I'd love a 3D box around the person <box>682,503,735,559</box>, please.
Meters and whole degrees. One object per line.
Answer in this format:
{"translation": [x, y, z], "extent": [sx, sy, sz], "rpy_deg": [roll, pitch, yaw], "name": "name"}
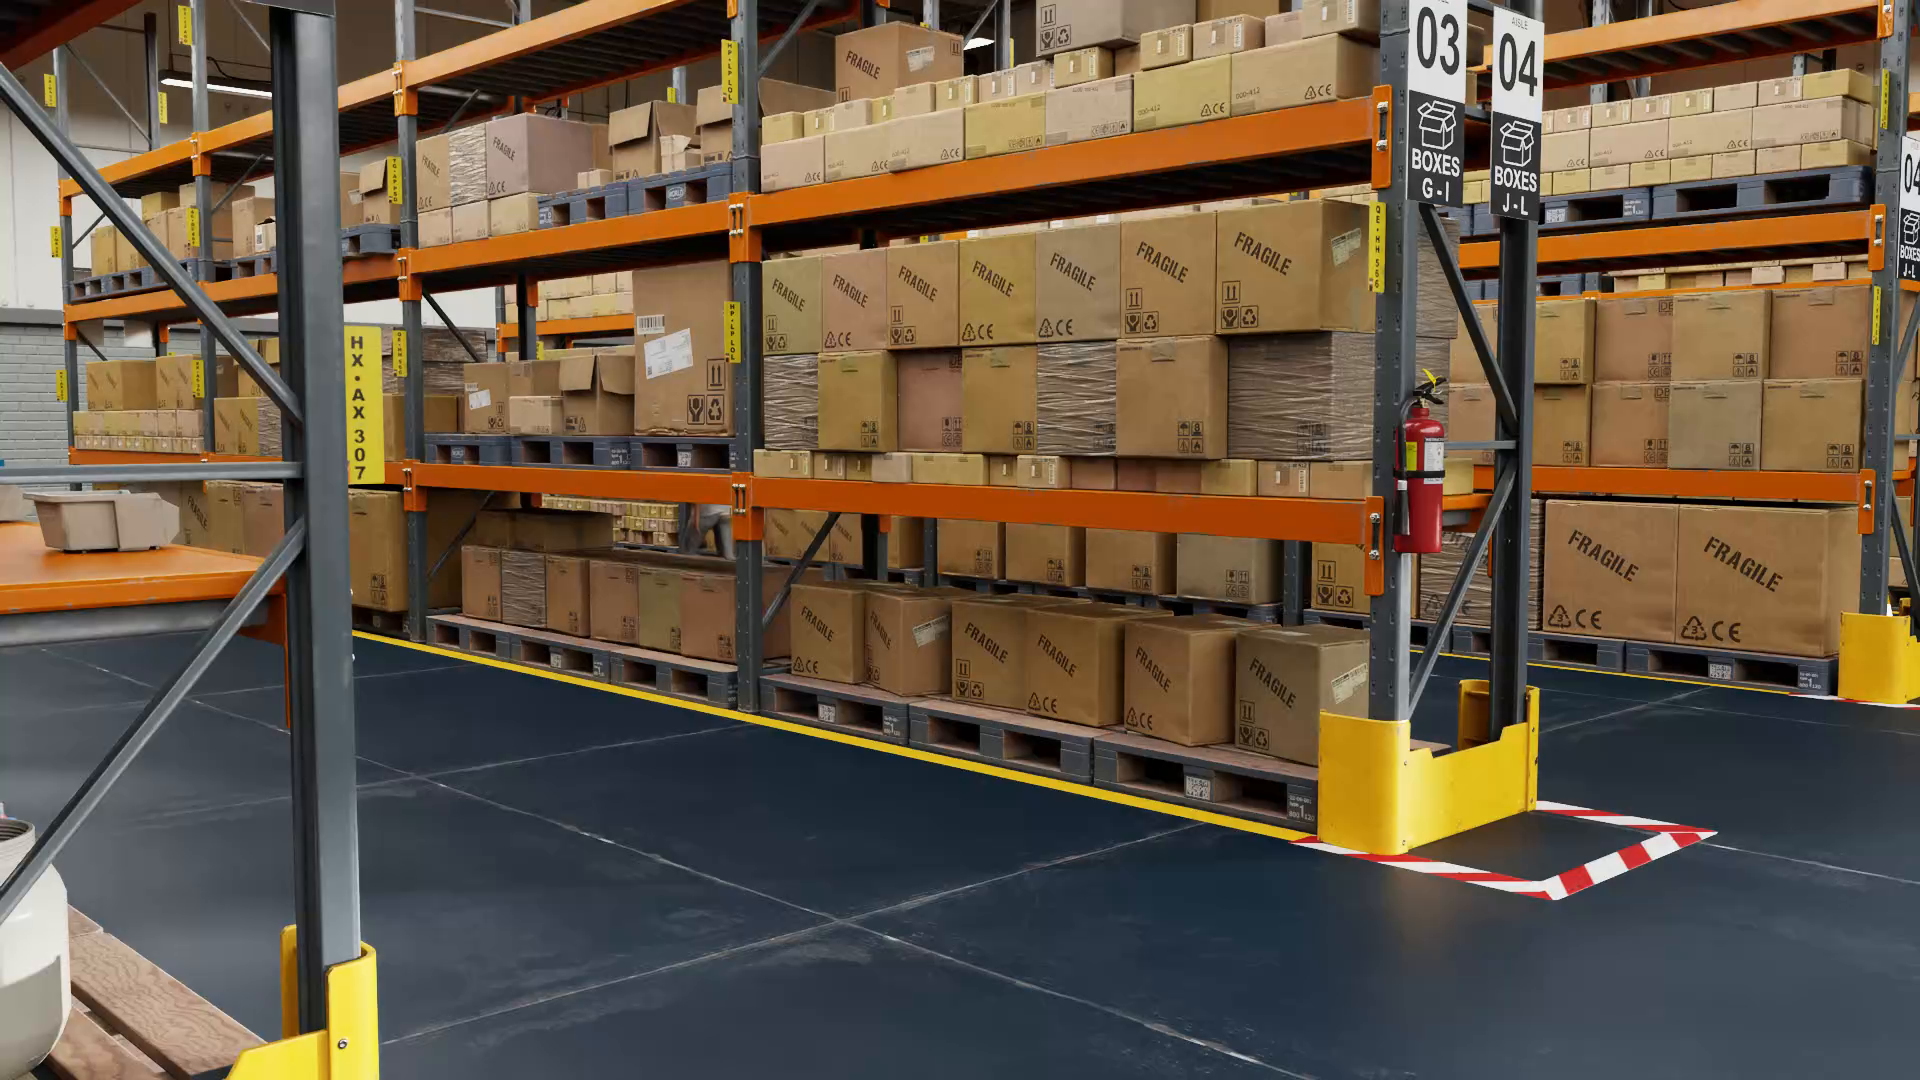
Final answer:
{"translation": [-2.041, -0.231, 13.733], "extent": [0.609, 1.485, 0.419], "rpy_deg": [4, 6, 42], "name": "person"}
